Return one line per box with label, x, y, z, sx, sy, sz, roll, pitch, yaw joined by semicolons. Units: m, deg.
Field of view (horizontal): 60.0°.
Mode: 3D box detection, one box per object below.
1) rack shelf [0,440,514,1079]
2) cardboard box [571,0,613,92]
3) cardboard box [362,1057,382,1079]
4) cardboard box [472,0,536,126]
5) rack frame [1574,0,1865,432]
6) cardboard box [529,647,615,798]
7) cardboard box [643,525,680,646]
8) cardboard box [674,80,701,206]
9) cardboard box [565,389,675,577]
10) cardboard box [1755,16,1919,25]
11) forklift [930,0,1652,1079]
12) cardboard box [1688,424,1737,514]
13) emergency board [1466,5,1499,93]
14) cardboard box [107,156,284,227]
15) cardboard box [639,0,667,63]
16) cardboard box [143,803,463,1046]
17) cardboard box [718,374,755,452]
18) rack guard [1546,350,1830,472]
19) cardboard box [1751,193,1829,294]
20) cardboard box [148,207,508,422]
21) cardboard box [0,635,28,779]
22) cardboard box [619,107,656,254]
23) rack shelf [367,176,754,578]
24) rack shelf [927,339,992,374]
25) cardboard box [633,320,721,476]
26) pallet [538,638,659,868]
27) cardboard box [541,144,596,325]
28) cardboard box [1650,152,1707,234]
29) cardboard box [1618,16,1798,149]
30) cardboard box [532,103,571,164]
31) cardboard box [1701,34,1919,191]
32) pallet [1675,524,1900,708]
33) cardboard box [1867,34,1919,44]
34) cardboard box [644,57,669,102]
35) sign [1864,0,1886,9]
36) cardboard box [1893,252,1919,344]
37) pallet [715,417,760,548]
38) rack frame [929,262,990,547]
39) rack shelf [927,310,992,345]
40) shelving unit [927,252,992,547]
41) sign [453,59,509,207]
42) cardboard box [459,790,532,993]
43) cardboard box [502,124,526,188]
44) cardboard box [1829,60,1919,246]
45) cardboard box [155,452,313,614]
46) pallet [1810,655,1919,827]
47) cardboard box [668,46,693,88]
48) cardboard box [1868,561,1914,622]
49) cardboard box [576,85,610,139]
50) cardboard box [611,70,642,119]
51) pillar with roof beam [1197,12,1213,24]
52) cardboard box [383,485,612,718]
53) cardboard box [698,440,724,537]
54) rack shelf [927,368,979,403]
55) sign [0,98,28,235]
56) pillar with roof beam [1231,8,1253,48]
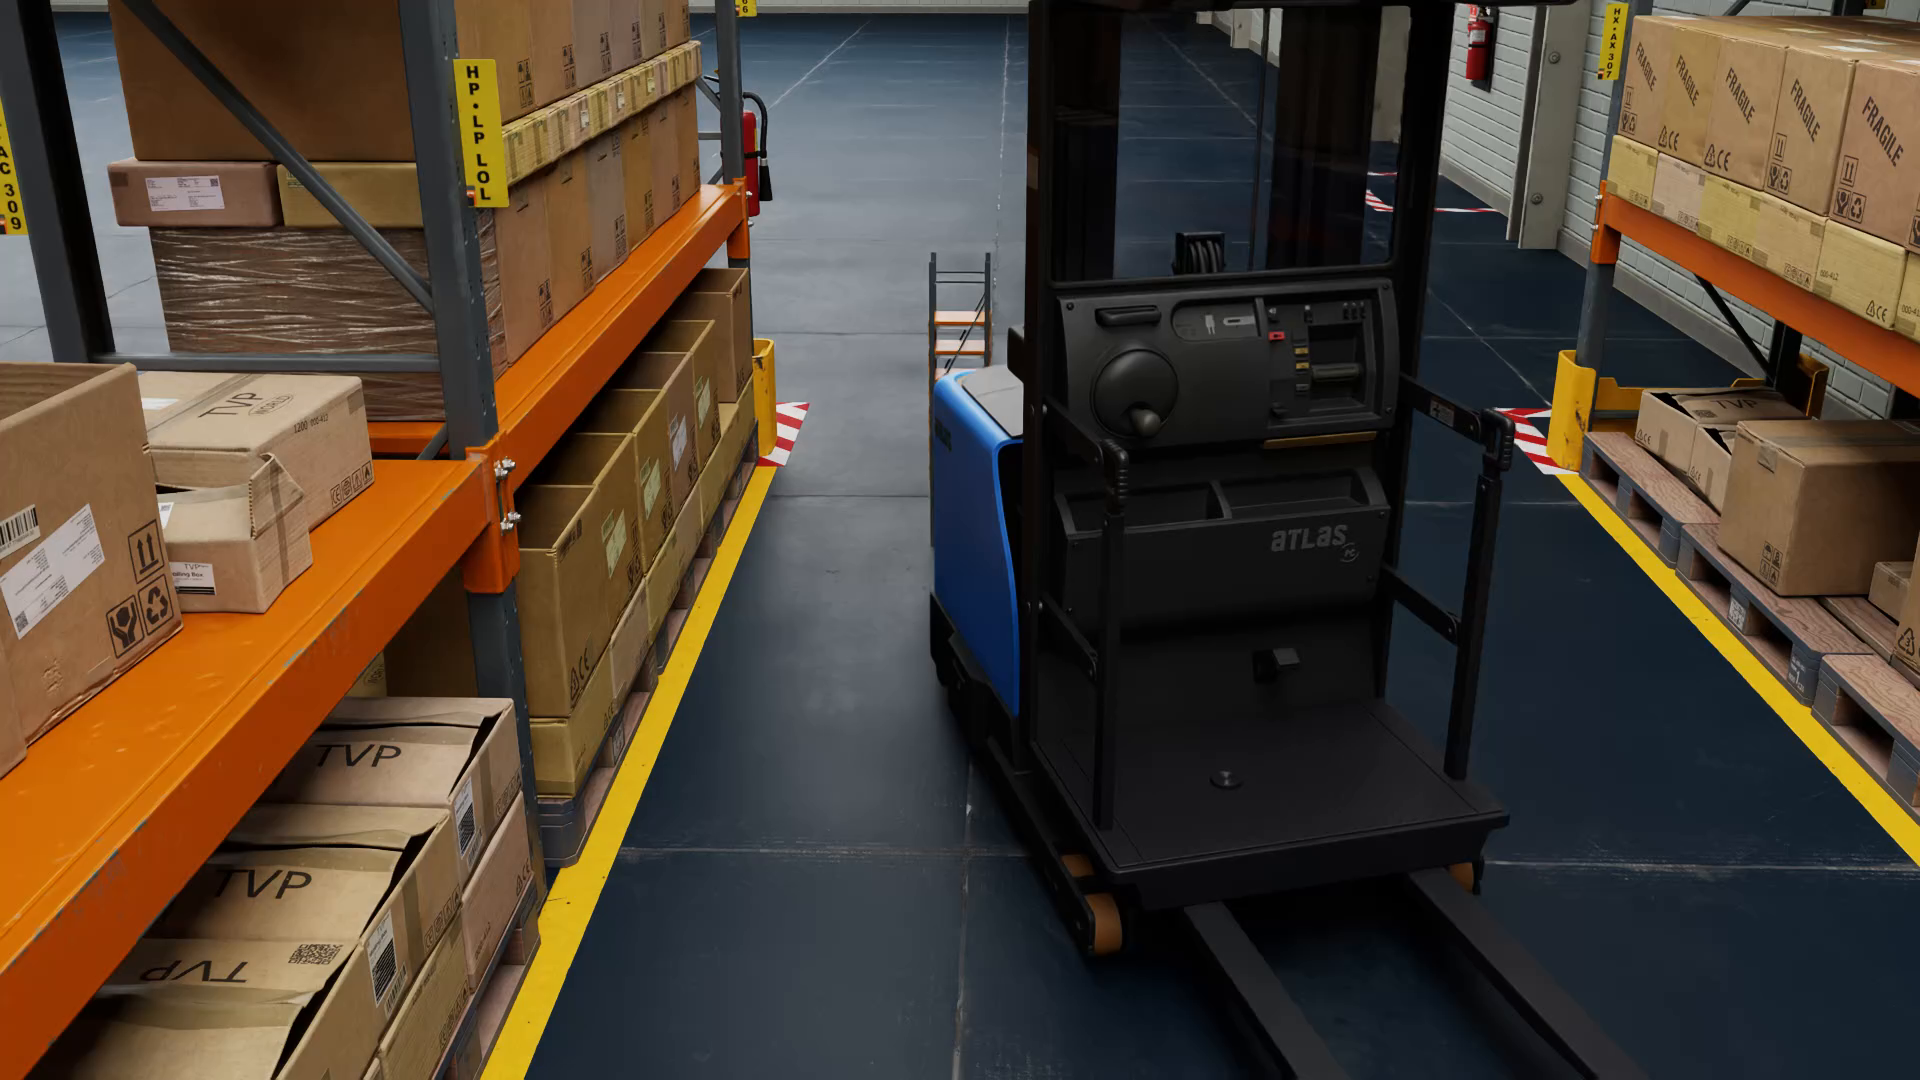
rack shelf;-1.685;0.645;2.214;1.077;0.370;4.000;1;21;2
cardboard box;-1.571;-1.770;5.512;0.700;0.500;0.500;1;21;2
cardboard box;-1.379;1.194;3.027;0.500;0.250;0.500;1;21;3
cardboard box;-1.603;-1.408;4.580;0.700;0.500;0.500;1;21;1
rack frame;3.449;-1.807;7.538;1.000;3.000;0.127;1;21;2
cardboard box;-1.307;0.508;4.793;0.500;0.250;0.500;1;21;2
cardboard box;-1.266;0.147;5.724;0.500;0.250;0.500;1;21;2
cardboard box;-1.529;-1.738;7.222;0.700;0.500;0.500;1;21;2
cardboard box;-1.267;-0.203;5.589;0.500;0.500;0.500;1;21;2
cardboard box;3.647;-1.923;6.981;0.500;0.500;0.500;0;21;1
forklift;0.767;-0.451;4.139;1.130;2.935;3.031;-5;22;-14
cardboard box;3.321;-0.303;6.772;0.500;0.311;0.500;2;21;6
emergency board;4.588;-4.606;14.754;0.194;1.169;0.643;1;21;2
cardboard box;-1.830;-0.863;4.072;0.380;0.149;0.250;1;21;2
cardboard box;-1.542;-2.133;6.448;0.700;0.500;0.500;0;21;0
cardboard box;-1.359;0.749;3.397;0.500;0.311;0.500;1;21;3
cardboard box;-1.223;-0.576;7.589;0.500;0.250;0.500;1;21;2
rack guard;3.447;-0.614;7.920;1.175;0.500;0.348;1;21;2
cardboard box;3.076;-1.018;5.686;0.500;0.250;0.500;1;21;2
cardboard box;-1.617;-0.621;4.343;0.700;0.500;0.500;0;21;0
cardboard box;-1.695;0.189;2.257;0.500;0.500;0.500;1;21;2
cardboard box;-1.561;-1.368;6.270;0.700;0.500;0.500;1;21;2
rack shelf;-1.563;-0.801;5.942;1.077;0.370;4.000;1;21;2
rack shelf;0.000;-0.747;6.755;0.258;0.103;0.180;1;21;2
cardboard box;-1.237;-0.564;6.521;0.500;0.500;0.500;1;21;2
pallet;-1.558;0.599;5.192;1.003;0.211;1.213;1;21;2
cardboard box;-1.588;-0.993;5.302;0.700;0.500;0.500;1;21;2
cardboard box;3.115;-1.385;6.632;0.500;0.250;0.500;0;21;0
cardboard box;3.134;-1.926;6.990;0.500;0.500;0.500;1;21;2
cardboard box;-1.392;-1.227;5.009;0.380;0.149;0.250;0;21;0
cardboard box;3.087;-1.561;6.048;0.500;0.500;0.500;0;21;0
pallet;3.347;0.254;6.082;1.003;0.211;1.213;1;21;2
cardboard box;3.611;-1.554;6.030;0.500;0.500;0.500;0;21;0
cardboard box;-1.348;-1.790;6.462;0.380;0.149;0.250;1;21;2
sign;4.003;-2.480;7.237;0.100;0.325;0.005;1;21;2
cardboard box;3.062;-0.654;4.748;0.500;0.250;0.500;1;21;2
pallet;-1.484;-0.283;7.466;1.003;0.211;1.213;1;21;2
rack frame;-0.002;-0.532;6.740;0.240;1.200;0.006;1;21;2
rack shelf;0.000;-0.859;6.711;0.258;0.103;0.180;1;21;2
shelving unit;0.000;-0.565;6.825;0.258;1.200;0.189;1;21;2
sign;-1.081;-0.914;3.746;0.100;0.325;0.005;1;21;2
cardboard box;-1.347;0.826;3.975;0.500;0.250;0.500;0;21;1
cardboard box;-1.409;-1.042;4.532;0.380;0.149;0.250;0;21;0
cardboard box;3.068;-1.186;5.082;0.500;0.500;0.500;0;21;0
cardboard box;-1.467;-0.031;3.148;0.396;0.266;0.258;0;21;0
pallet;3.313;0.696;4.942;1.003;0.211;1.213;1;21;2
cardboard box;-1.330;-1.974;6.934;0.380;0.149;0.250;1;21;3
cardboard box;3.396;0.186;5.737;0.380;0.149;0.250;-1;21;-3
cardboard box;-1.379;-1.418;5.501;0.380;0.149;0.250;0;21;1
cardboard box;-1.361;-1.600;5.972;0.380;0.149;0.250;1;21;3
pillar with roof beam;0.902;-15.235;33.854;9.100;9.000;0.400;1;21;2
cardboard box;-1.297;0.159;4.657;0.500;0.500;0.500;1;21;2
cardboard box;-1.240;-0.215;6.656;0.500;0.250;0.500;1;21;2
rack shelf;0.000;-0.635;6.798;0.258;0.103;0.180;1;21;2
sign;-2.179;-0.860;3.791;0.100;0.325;0.005;1;21;2
pillar with roof beam;0.719;-13.066;28.263;9.100;9.000;0.400;1;21;2
